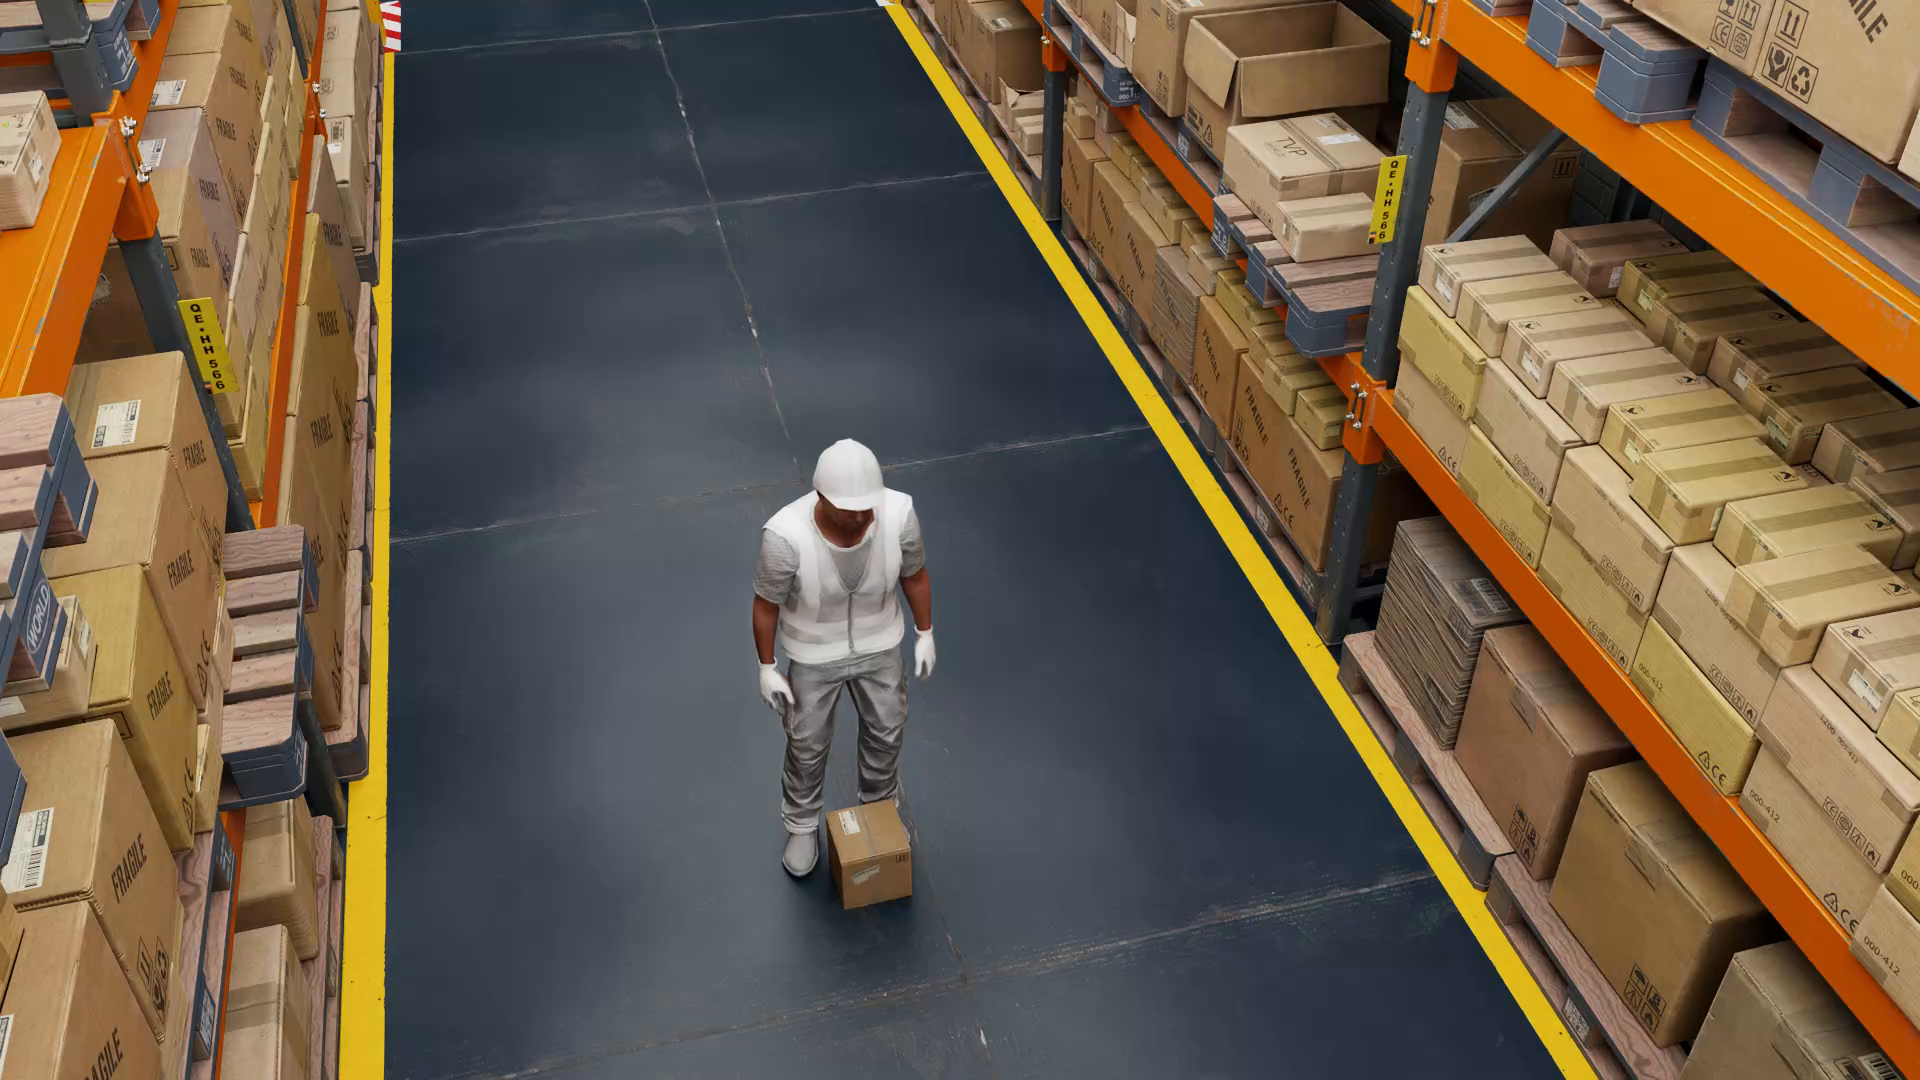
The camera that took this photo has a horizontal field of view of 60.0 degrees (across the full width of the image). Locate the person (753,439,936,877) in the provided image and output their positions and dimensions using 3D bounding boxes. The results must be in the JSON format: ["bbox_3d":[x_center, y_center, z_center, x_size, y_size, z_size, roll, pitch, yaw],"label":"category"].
[{"bbox_3d":[-0.384,0.384,5.647,0.629,1.775,0.444,-11,39,-14],"label":"person"}]
